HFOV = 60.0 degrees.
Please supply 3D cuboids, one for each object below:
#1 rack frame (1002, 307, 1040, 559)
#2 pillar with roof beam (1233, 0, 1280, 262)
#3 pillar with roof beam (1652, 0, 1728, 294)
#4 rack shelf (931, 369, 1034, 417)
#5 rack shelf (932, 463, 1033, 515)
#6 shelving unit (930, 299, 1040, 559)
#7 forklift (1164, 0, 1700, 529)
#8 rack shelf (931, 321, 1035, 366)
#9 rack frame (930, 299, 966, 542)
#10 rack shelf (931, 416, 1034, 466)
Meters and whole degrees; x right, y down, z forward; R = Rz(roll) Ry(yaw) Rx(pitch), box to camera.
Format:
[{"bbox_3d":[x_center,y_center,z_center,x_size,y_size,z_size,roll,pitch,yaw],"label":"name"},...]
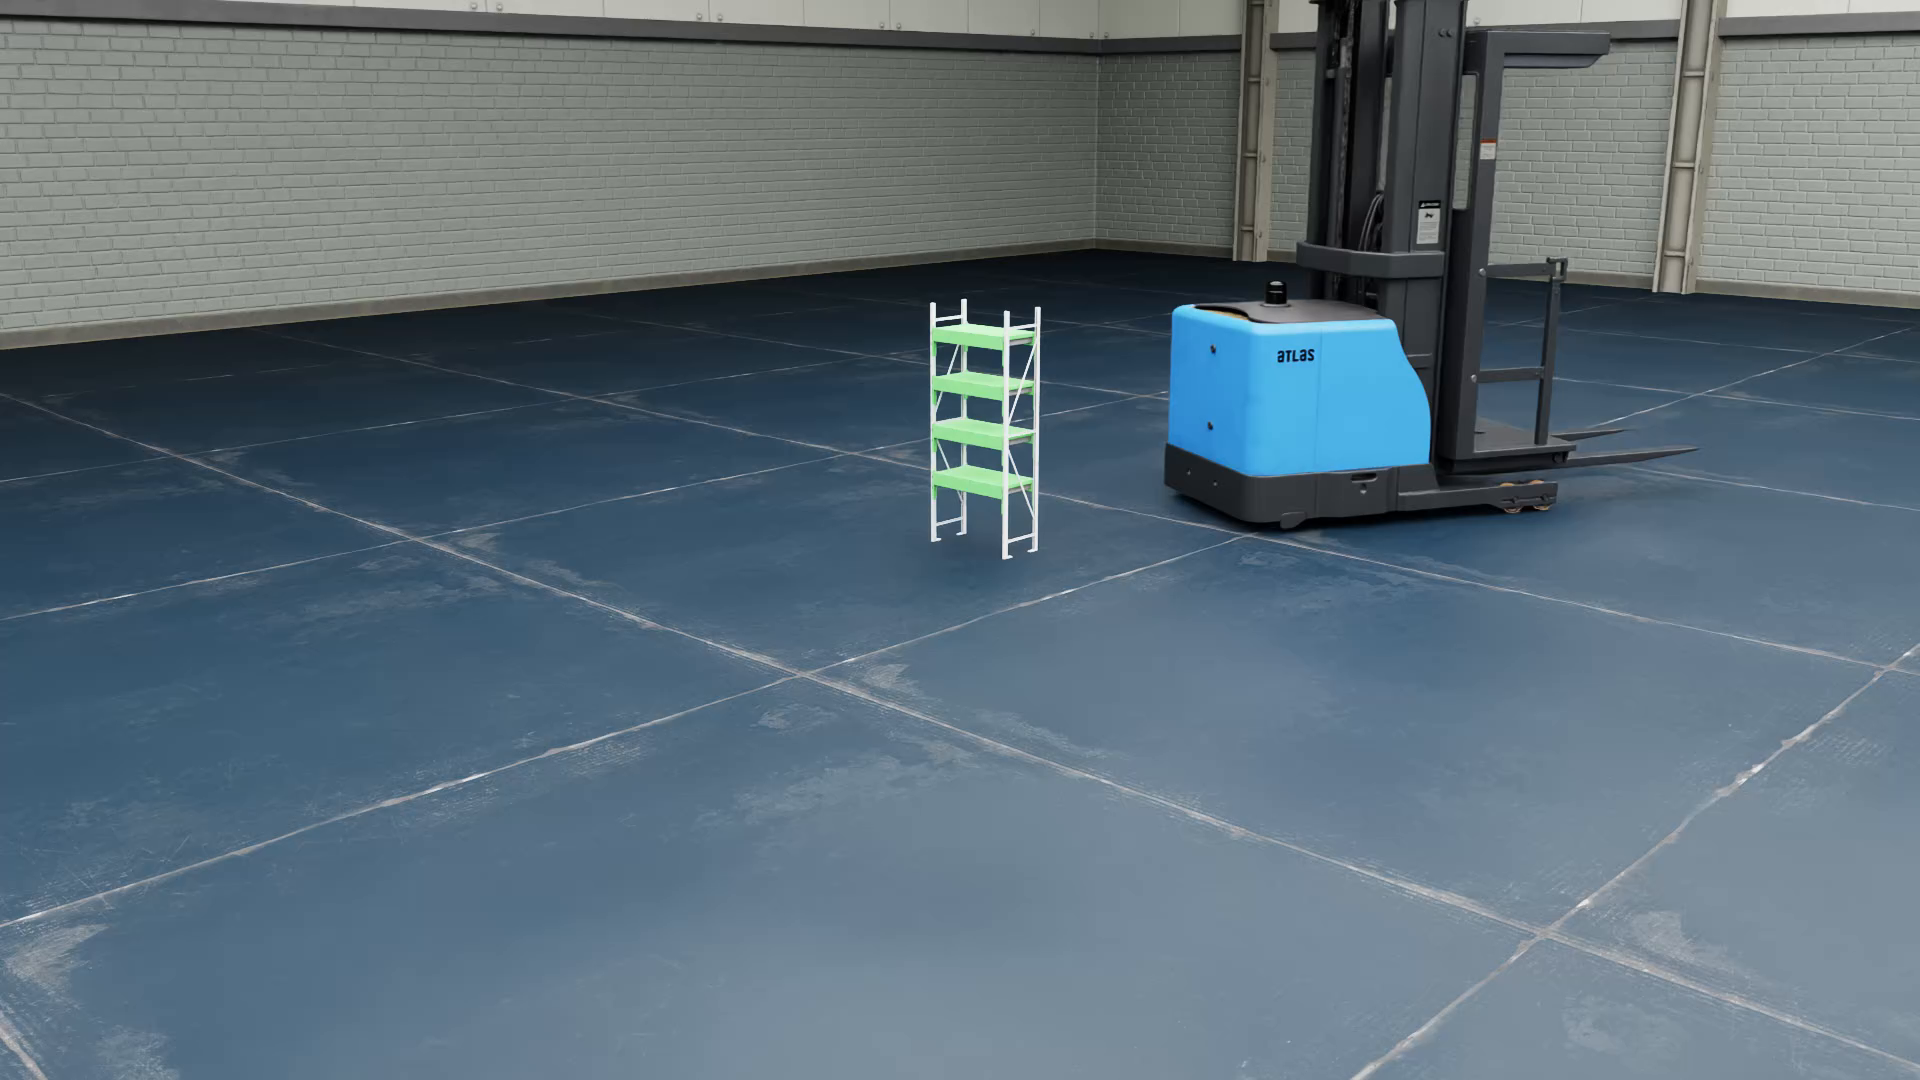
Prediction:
[{"bbox_3d":[0.295,-0.509,8.006,0.015,1.200,0.240,14,20,42],"label":"rack frame"},{"bbox_3d":[1.154,-7.564,19.613,0.400,9.000,9.100,14,20,42],"label":"pillar with roof beam"},{"bbox_3d":[5.474,-6.514,15.583,0.400,9.000,9.100,14,20,42],"label":"pillar with roof beam"},{"bbox_3d":[0.119,-0.722,8.125,0.480,0.148,0.258,14,20,42],"label":"rack shelf"},{"bbox_3d":[0.119,-0.258,8.246,0.480,0.148,0.258,14,20,42],"label":"rack shelf"},{"bbox_3d":[0.119,-0.552,8.170,0.503,1.200,0.258,14,20,42],"label":"shelving unit"},{"bbox_3d":[2.721,-1.681,9.070,3.031,2.935,1.130,-5,15,-19],"label":"forklift"},{"bbox_3d":[0.119,-0.954,8.065,0.480,0.148,0.258,14,20,42],"label":"rack shelf"},{"bbox_3d":[-0.056,-0.594,8.333,0.015,1.200,0.240,14,20,42],"label":"rack frame"},{"bbox_3d":[0.119,-0.490,8.186,0.480,0.148,0.258,14,20,42],"label":"rack shelf"}]
